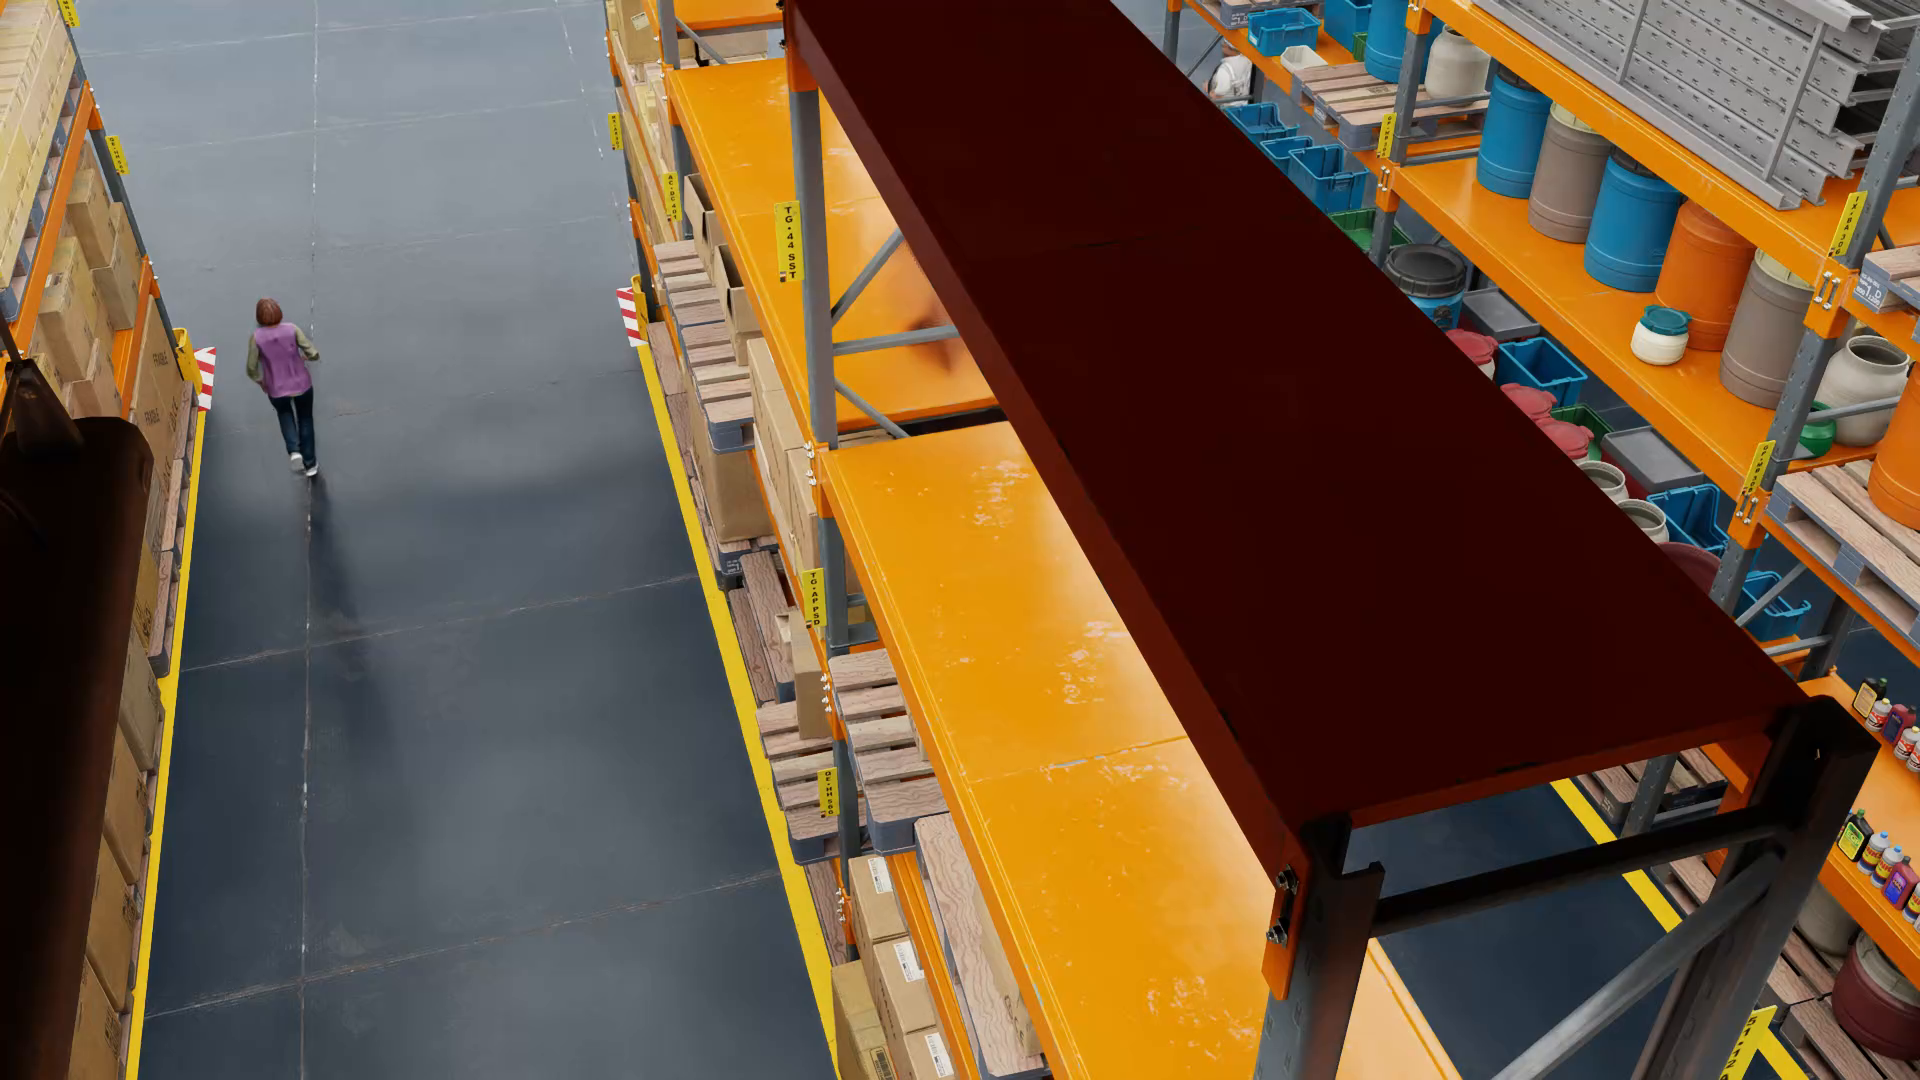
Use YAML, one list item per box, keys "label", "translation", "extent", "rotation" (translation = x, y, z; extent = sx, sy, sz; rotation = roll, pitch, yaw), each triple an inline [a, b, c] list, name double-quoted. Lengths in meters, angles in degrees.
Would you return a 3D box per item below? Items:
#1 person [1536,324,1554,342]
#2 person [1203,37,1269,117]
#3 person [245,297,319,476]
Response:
- label: "person"
  translation: [4.813, -1.886, 13.909]
  extent: [0.566, 1.704, 0.727]
  rotation: [-12, 40, -14]
- label: "person"
  translation: [2.780, -4.350, 16.942]
  extent: [0.718, 1.796, 0.689]
  rotation: [22, 44, 26]
- label: "person"
  translation: [-5.277, -1.206, 13.112]
  extent: [0.543, 1.545, 0.530]
  rotation: [-14, 40, -17]
